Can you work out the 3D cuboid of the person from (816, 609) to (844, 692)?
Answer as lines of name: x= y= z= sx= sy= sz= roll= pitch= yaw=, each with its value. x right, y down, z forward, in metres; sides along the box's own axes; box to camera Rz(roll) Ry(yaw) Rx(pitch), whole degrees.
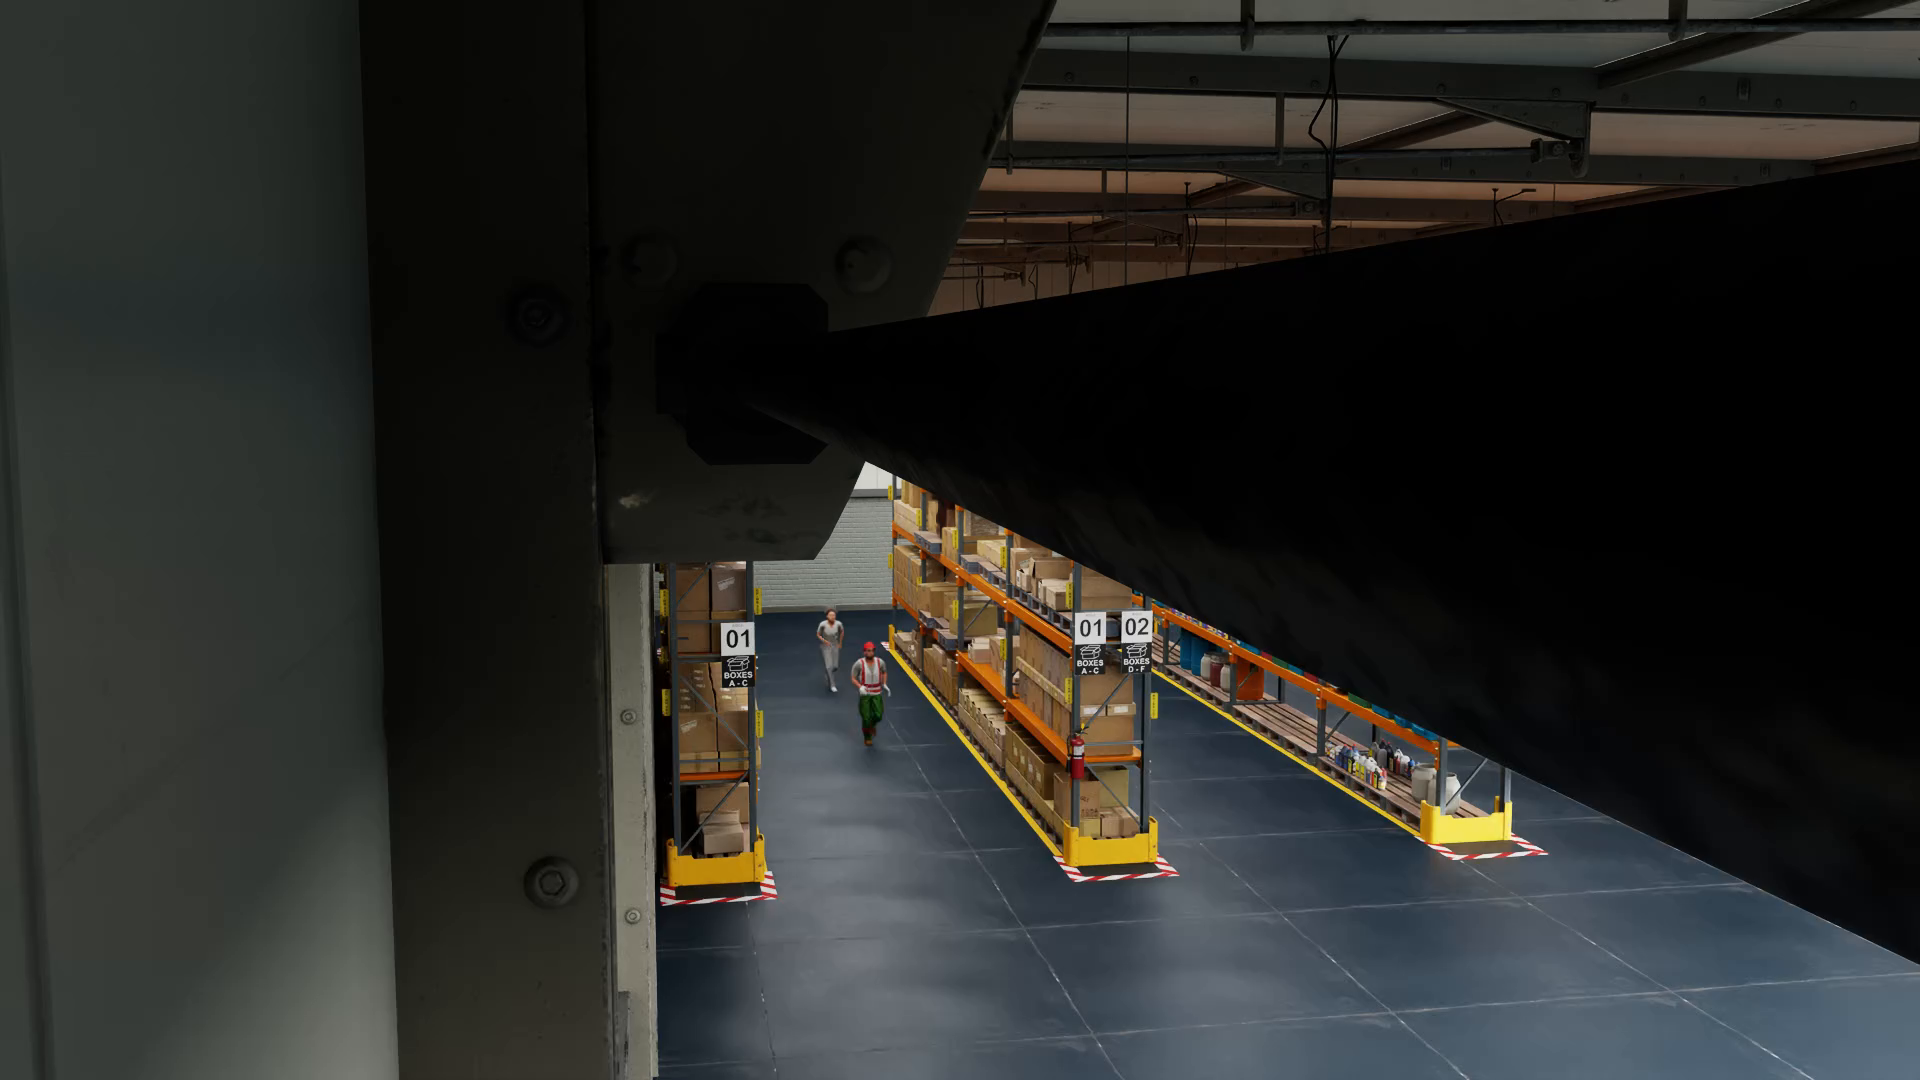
person: x=-2.489 y=2.094 z=31.914 sx=0.550 sy=1.611 sz=0.713 roll=-1 pitch=6 yaw=-12

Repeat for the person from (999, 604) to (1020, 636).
person: x=1.050 y=1.775 z=35.599 sx=0.521 sy=1.528 sz=0.787 roll=-2 pitch=7 yaw=-21

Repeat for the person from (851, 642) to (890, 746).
person: x=-1.457 y=2.525 z=27.266 sx=0.662 sy=1.732 sz=0.633 roll=-2 pitch=6 yaw=-17

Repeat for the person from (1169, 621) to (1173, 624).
person: x=5.274 y=1.210 z=39.781 sx=0.731 sy=1.746 sz=0.567 roll=0 pitch=6 yaw=4
